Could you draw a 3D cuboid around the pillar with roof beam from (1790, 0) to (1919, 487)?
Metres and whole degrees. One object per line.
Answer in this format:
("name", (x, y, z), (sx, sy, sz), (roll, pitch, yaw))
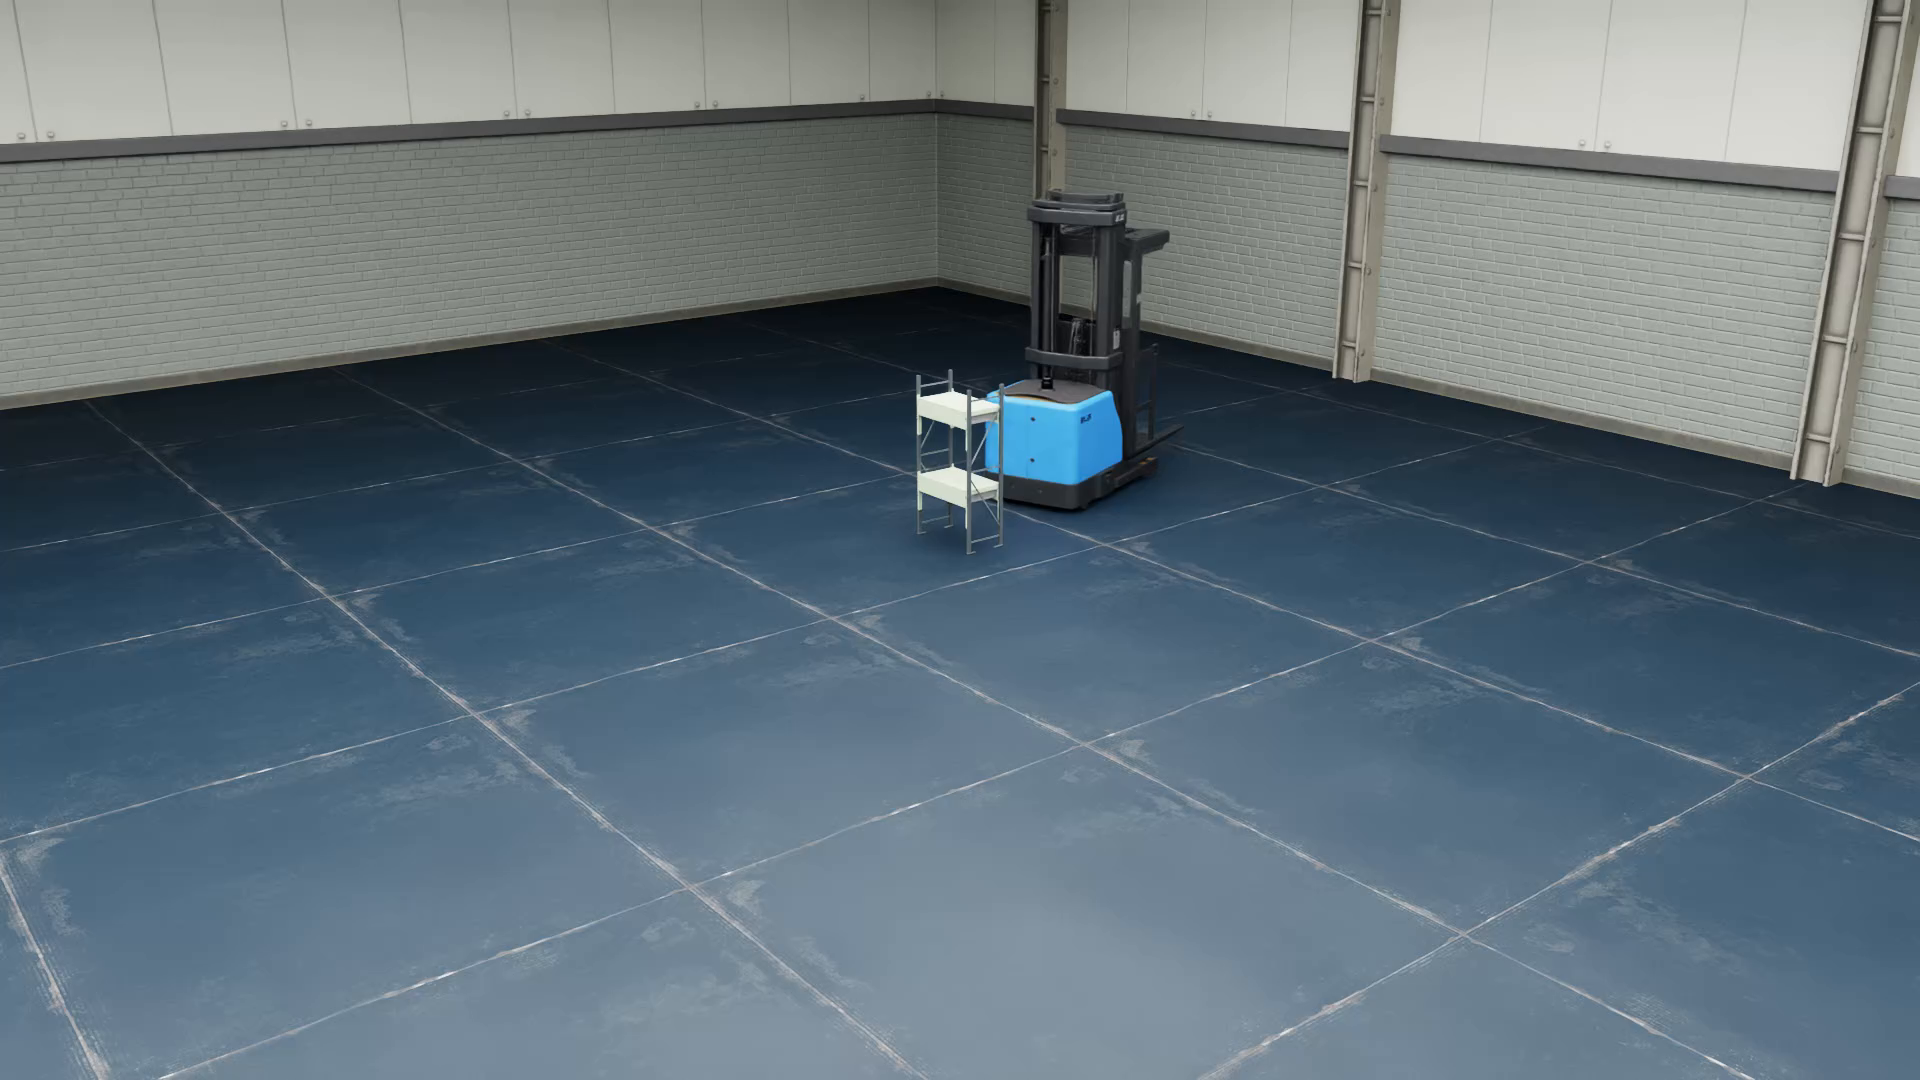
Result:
("pillar with roof beam", (5.434, -4.050, 13.166), (9.100, 9.000, 0.400), (-14, 23, -36))

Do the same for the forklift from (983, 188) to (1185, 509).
("forklift", (1.419, -2.100, 16.929), (1.130, 2.935, 3.031), (11, 21, 29))

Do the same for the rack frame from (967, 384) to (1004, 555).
("rack frame", (0.223, -0.623, 14.747), (0.400, 1.500, 0.023), (-14, 23, -36))

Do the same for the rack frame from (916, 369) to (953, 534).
("rack frame", (-0.231, -0.804, 15.292), (0.400, 1.500, 0.023), (-14, 23, -36))

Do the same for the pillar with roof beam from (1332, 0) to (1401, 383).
("pillar with roof beam", (1.708, -5.529, 17.631), (9.100, 9.000, 0.400), (-14, 23, -36))

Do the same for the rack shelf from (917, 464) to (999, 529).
("rack shelf", (-0.004, -0.404, 15.122), (0.431, 0.370, 0.720), (-14, 23, -36))

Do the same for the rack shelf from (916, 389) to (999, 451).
("rack shelf", (-0.004, -1.084, 14.897), (0.431, 0.370, 0.720), (-14, 23, -36))

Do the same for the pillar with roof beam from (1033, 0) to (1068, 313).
("pillar with roof beam", (-2.017, -7.007, 22.096), (9.100, 9.000, 0.400), (-14, 23, -36))

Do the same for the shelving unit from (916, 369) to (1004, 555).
("shelving unit", (-0.004, -0.714, 15.019), (0.431, 1.500, 0.755), (-14, 23, -36))
